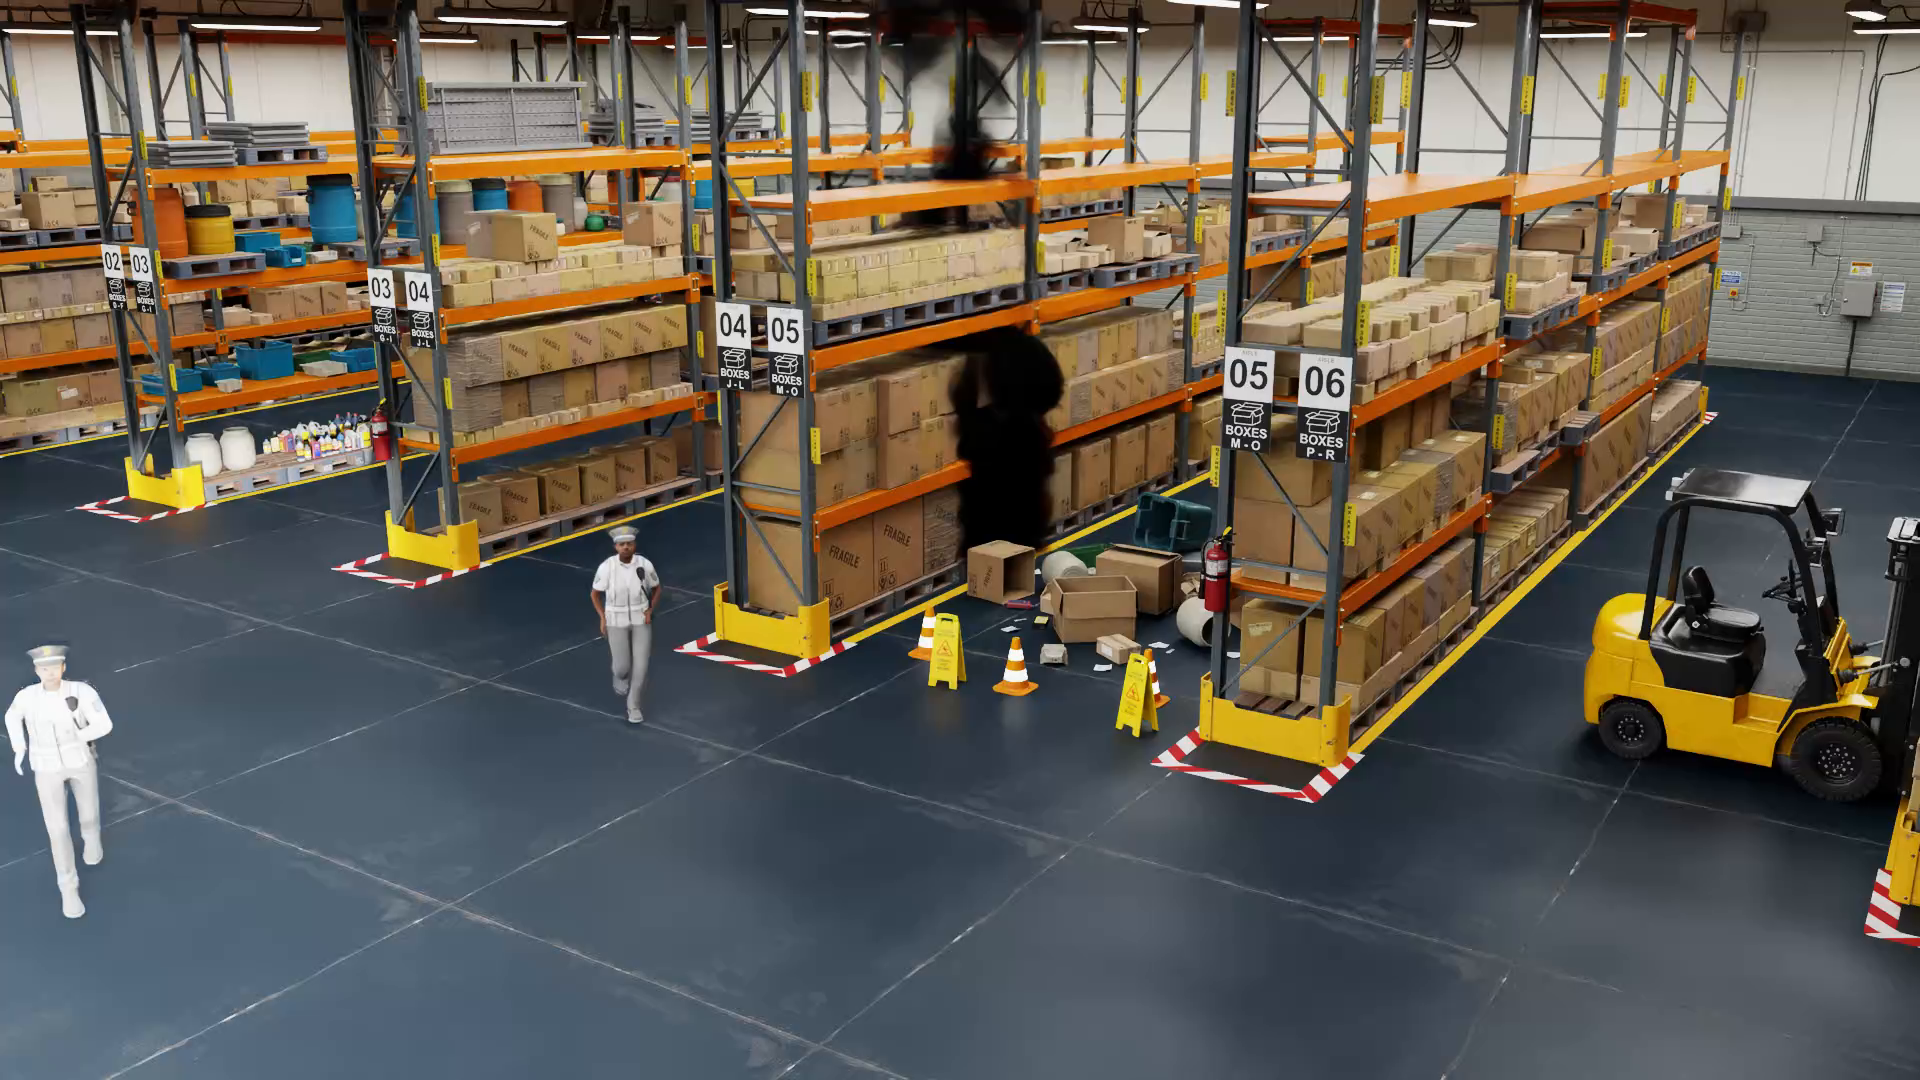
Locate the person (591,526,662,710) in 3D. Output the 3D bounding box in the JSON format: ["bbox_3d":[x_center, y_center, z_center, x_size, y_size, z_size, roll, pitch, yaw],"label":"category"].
[{"bbox_3d":[-2.733,0.643,13.727,0.575,1.589,0.508,-5,16,-17],"label":"person"}]

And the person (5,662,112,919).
[{"bbox_3d":[-5.765,1.490,10.723,0.605,1.641,0.929,-8,17,-27],"label":"person"}]
